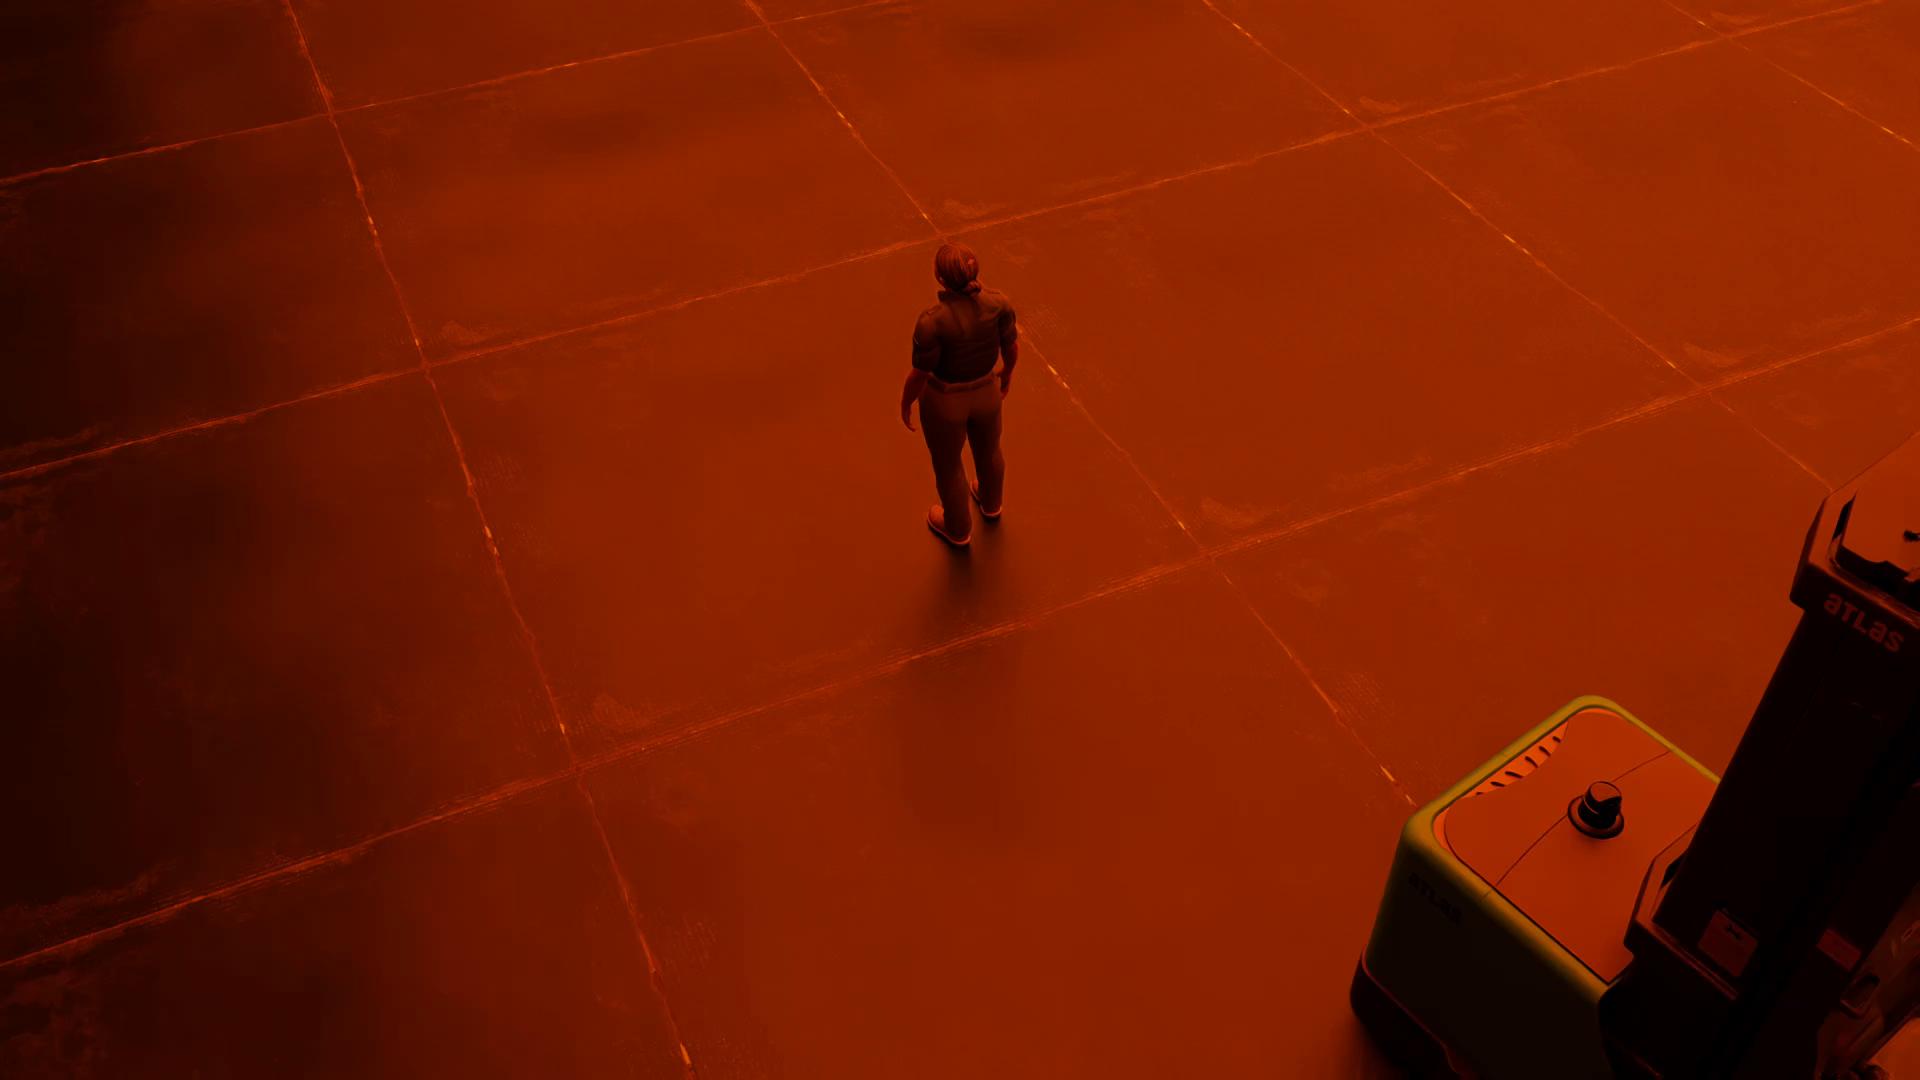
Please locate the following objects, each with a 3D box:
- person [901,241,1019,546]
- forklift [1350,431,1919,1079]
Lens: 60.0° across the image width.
[{"bbox_3d":[-0.019,-0.671,7.323,0.569,1.656,0.503,-18,46,-18],"label":"person"},{"bbox_3d":[2.689,1.221,4.372,1.130,2.935,3.031,-27,50,-26],"label":"forklift"}]
